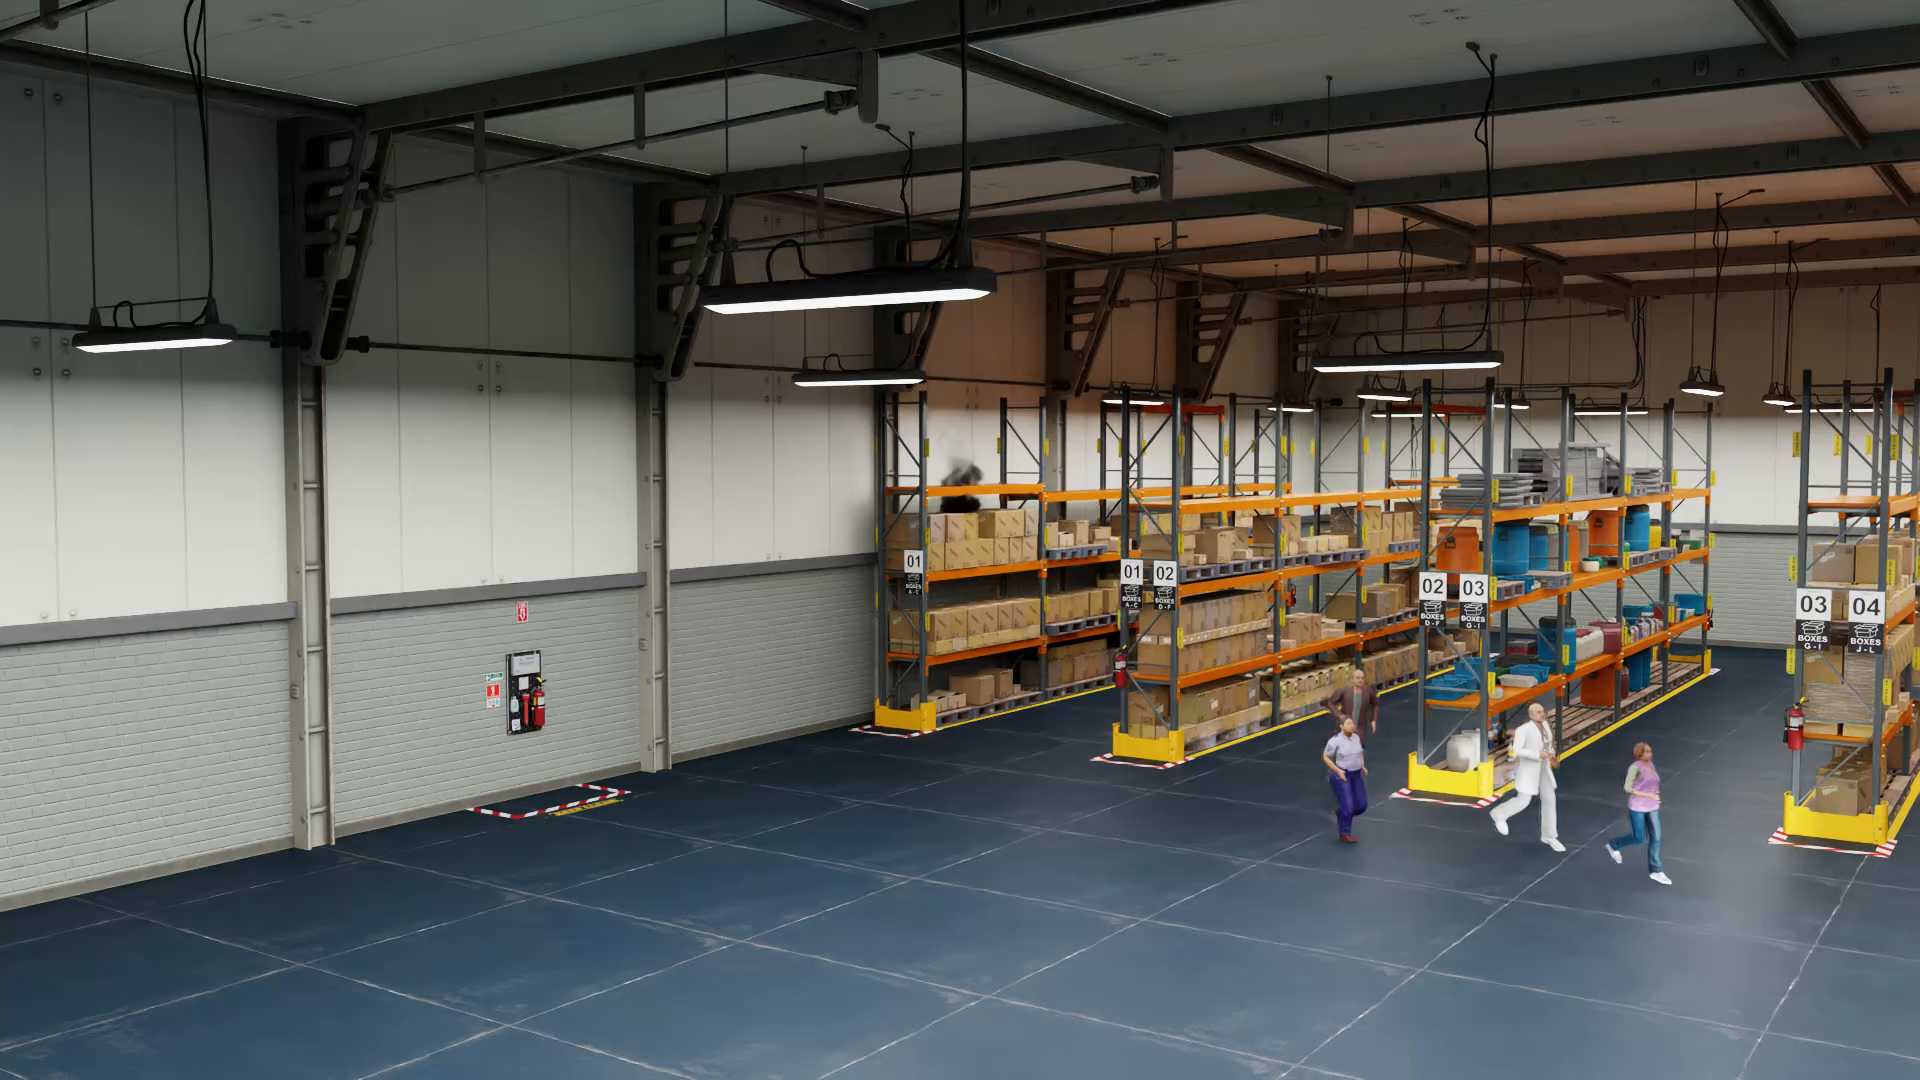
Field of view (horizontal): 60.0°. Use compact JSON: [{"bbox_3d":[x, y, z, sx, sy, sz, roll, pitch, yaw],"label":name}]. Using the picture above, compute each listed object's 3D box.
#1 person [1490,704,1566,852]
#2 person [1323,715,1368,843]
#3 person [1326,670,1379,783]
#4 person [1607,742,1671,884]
[{"bbox_3d":[7.205,2.946,20.973,0.718,1.801,1.059,-2,4,-25],"label":"person"},{"bbox_3d":[4.897,3.030,21.187,0.594,1.593,0.556,-1,3,-25],"label":"person"},{"bbox_3d":[5.727,2.768,24.193,0.768,1.744,0.998,0,3,9],"label":"person"},{"bbox_3d":[7.905,3.127,19.293,0.537,1.587,0.860,-2,4,-27],"label":"person"}]
